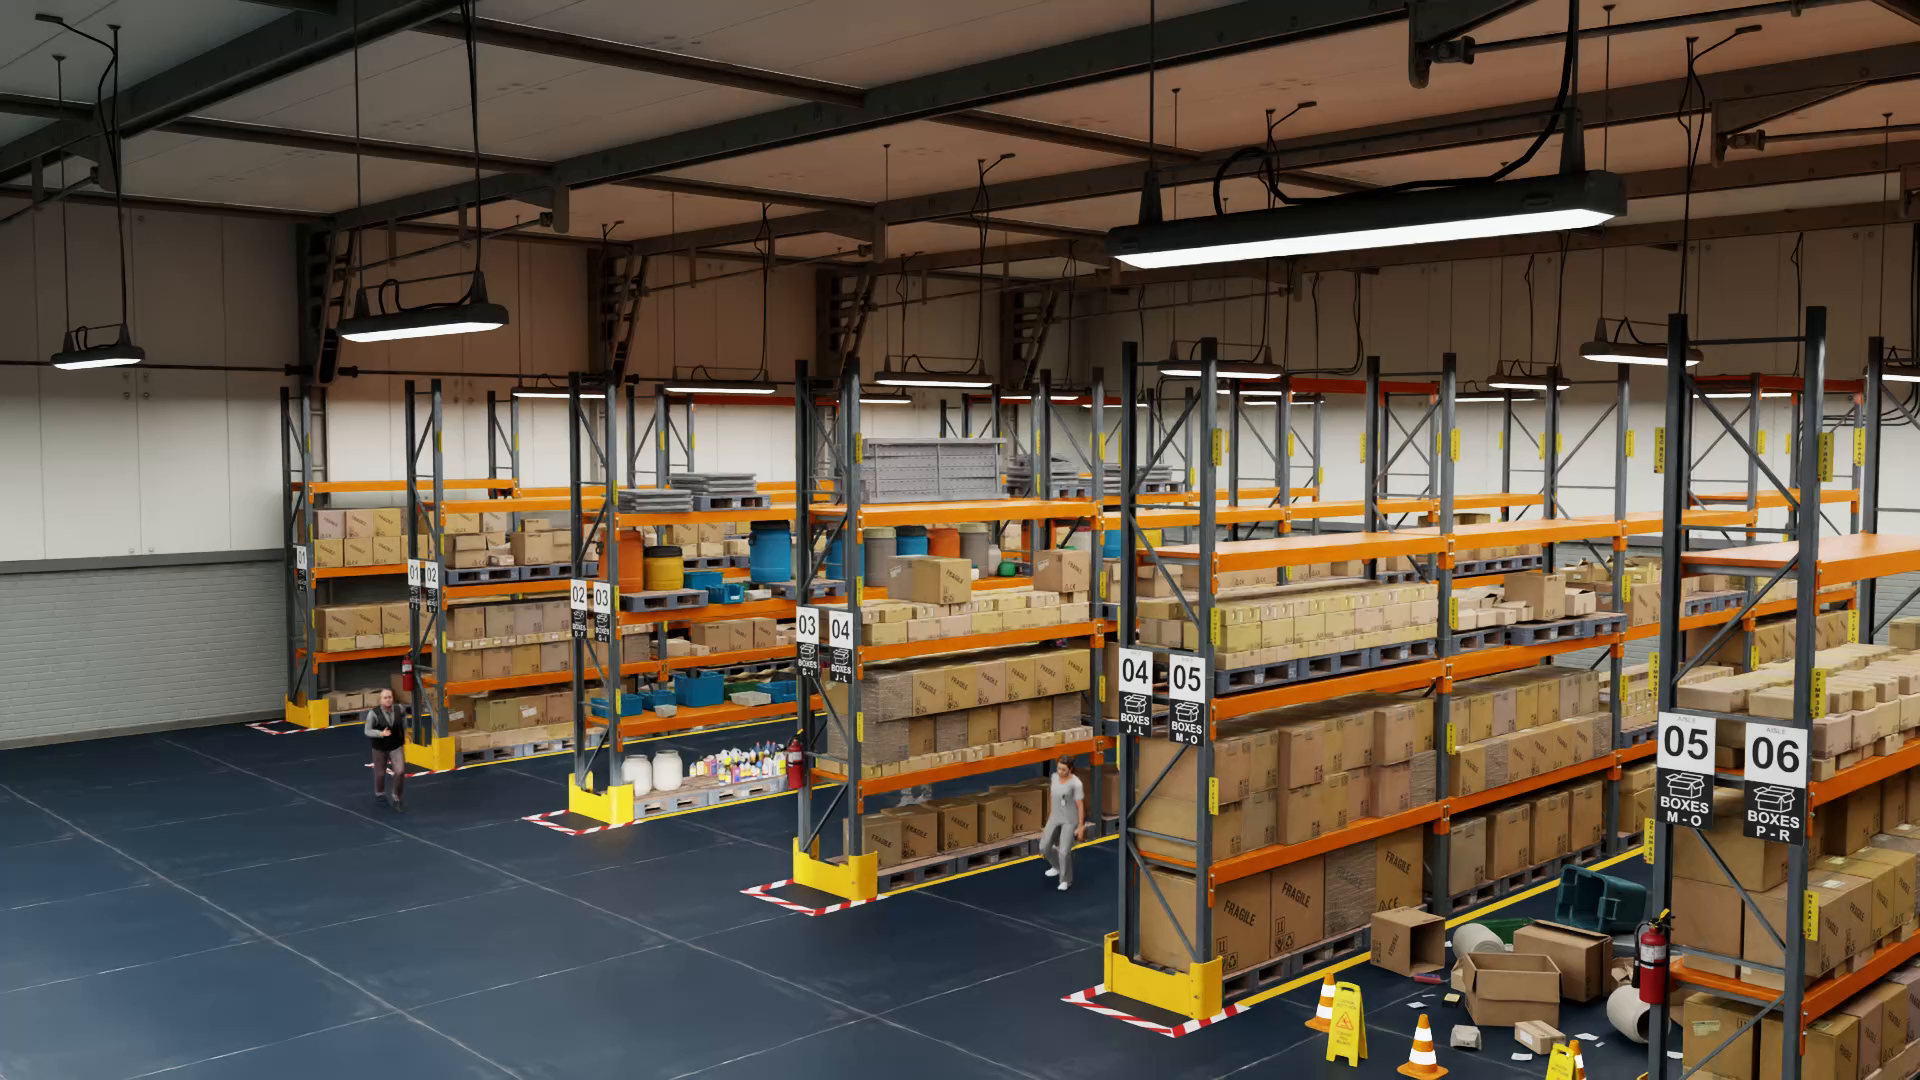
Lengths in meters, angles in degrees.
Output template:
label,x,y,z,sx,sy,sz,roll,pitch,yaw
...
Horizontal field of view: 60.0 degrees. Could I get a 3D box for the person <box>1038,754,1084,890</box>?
label,x,y,z,sx,sy,sz,roll,pitch,yaw
person,1.192,3.160,18.760,0.692,1.587,0.597,3,5,38

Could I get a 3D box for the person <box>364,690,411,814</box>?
label,x,y,z,sx,sy,sz,roll,pitch,yaw
person,-7.837,2.877,22.788,0.647,1.710,0.984,-2,4,-26

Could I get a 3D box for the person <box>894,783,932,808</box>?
label,x,y,z,sx,sy,sz,roll,pitch,yaw
person,-0.630,2.848,22.660,0.724,1.677,0.818,-1,4,-22
